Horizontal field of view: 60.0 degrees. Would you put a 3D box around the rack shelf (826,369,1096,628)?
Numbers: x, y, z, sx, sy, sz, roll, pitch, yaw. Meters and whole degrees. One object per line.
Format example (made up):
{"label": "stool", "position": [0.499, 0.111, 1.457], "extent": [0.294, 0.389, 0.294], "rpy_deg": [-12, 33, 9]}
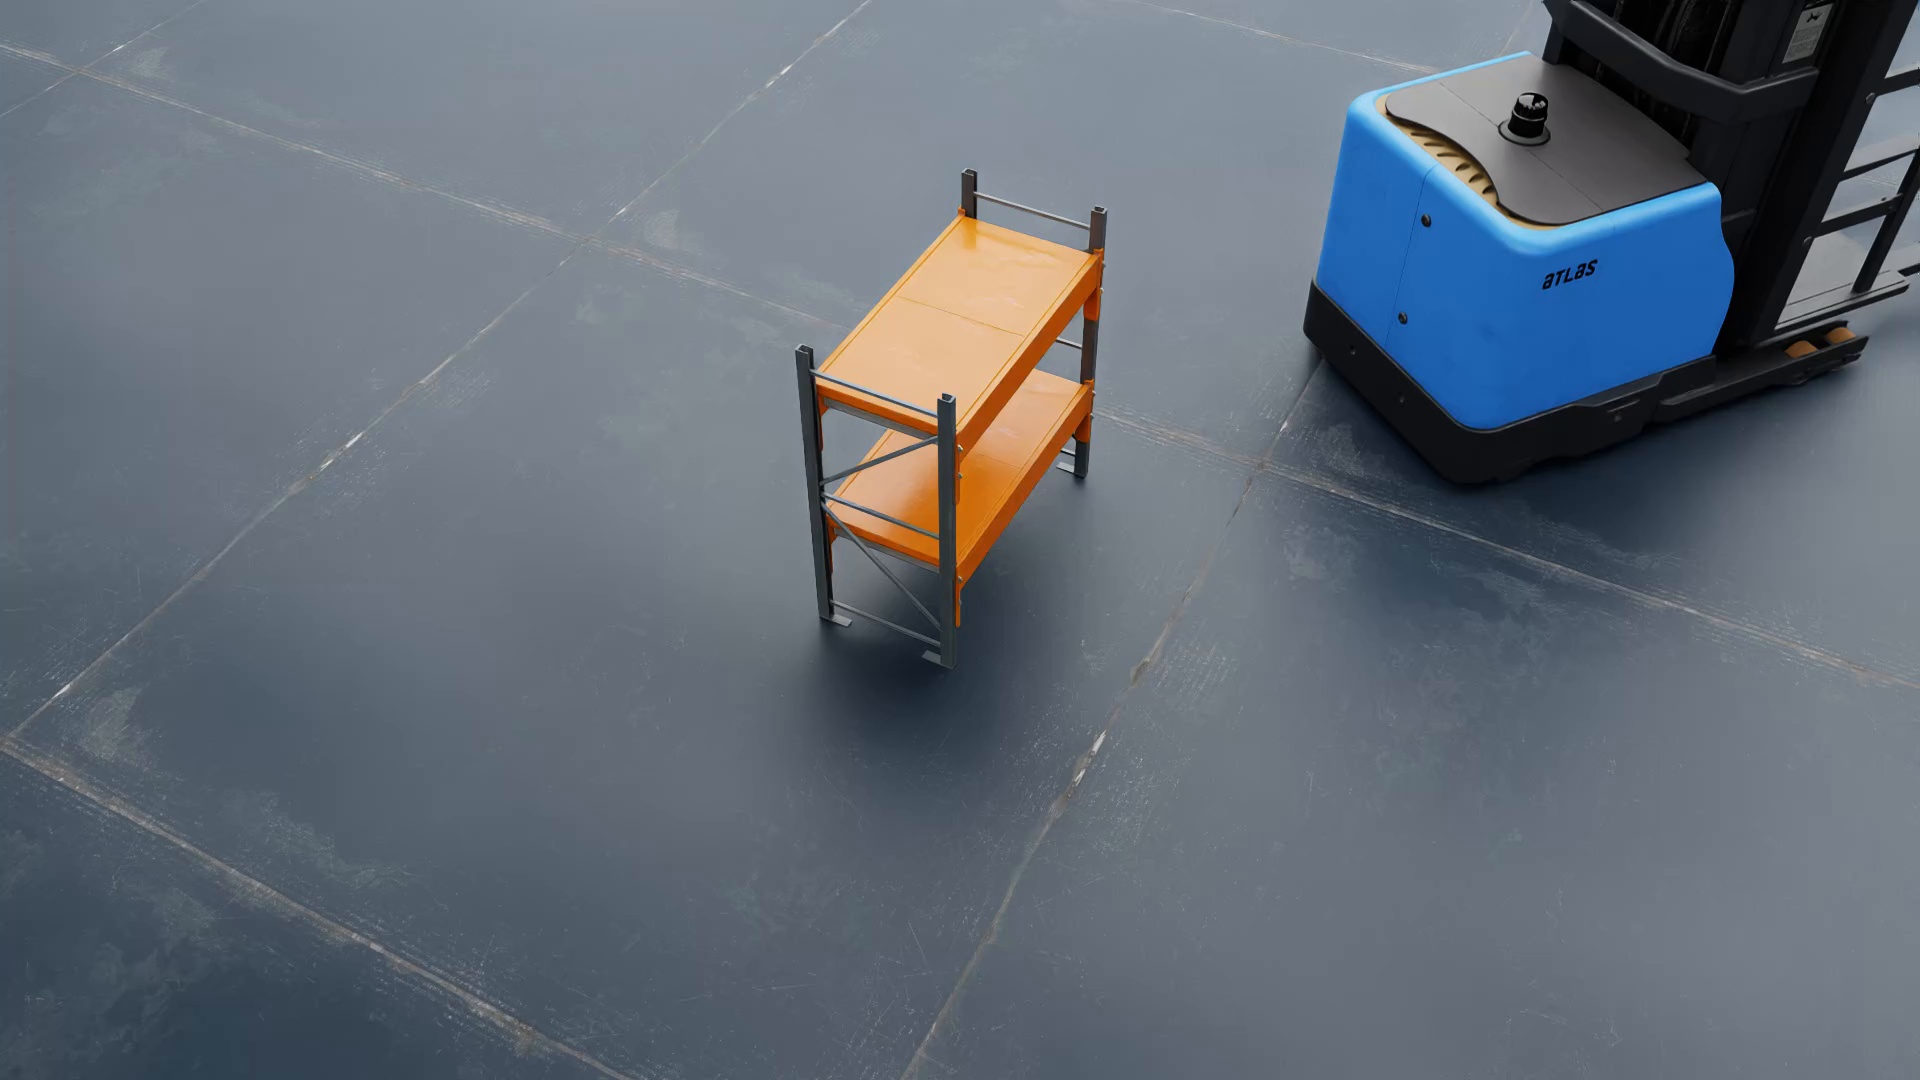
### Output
{"label": "rack shelf", "position": [-0.003, -0.219, 5.520], "extent": [0.538, 0.278, 1.000], "rpy_deg": [20, 49, 19]}

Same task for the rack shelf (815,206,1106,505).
{"label": "rack shelf", "position": [-0.003, -0.597, 5.138], "extent": [0.538, 0.278, 1.000], "rpy_deg": [20, 49, 19]}

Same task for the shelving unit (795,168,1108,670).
{"label": "shelving unit", "position": [-0.003, -0.391, 5.346], "extent": [0.538, 1.125, 1.048], "rpy_deg": [20, 49, 19]}

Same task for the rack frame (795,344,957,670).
{"label": "rack frame", "position": [-0.239, -0.071, 5.029], "extent": [0.500, 1.125, 0.032], "rpy_deg": [20, 49, 19]}

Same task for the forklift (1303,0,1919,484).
{"label": "forklift", "position": [2.891, -1.944, 5.611], "extent": [3.031, 2.935, 1.130], "rpy_deg": [-18, 48, -17]}

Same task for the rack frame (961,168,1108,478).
{"label": "rack frame", "position": [0.233, -0.711, 5.662], "extent": [0.500, 1.125, 0.032], "rpy_deg": [20, 49, 19]}
